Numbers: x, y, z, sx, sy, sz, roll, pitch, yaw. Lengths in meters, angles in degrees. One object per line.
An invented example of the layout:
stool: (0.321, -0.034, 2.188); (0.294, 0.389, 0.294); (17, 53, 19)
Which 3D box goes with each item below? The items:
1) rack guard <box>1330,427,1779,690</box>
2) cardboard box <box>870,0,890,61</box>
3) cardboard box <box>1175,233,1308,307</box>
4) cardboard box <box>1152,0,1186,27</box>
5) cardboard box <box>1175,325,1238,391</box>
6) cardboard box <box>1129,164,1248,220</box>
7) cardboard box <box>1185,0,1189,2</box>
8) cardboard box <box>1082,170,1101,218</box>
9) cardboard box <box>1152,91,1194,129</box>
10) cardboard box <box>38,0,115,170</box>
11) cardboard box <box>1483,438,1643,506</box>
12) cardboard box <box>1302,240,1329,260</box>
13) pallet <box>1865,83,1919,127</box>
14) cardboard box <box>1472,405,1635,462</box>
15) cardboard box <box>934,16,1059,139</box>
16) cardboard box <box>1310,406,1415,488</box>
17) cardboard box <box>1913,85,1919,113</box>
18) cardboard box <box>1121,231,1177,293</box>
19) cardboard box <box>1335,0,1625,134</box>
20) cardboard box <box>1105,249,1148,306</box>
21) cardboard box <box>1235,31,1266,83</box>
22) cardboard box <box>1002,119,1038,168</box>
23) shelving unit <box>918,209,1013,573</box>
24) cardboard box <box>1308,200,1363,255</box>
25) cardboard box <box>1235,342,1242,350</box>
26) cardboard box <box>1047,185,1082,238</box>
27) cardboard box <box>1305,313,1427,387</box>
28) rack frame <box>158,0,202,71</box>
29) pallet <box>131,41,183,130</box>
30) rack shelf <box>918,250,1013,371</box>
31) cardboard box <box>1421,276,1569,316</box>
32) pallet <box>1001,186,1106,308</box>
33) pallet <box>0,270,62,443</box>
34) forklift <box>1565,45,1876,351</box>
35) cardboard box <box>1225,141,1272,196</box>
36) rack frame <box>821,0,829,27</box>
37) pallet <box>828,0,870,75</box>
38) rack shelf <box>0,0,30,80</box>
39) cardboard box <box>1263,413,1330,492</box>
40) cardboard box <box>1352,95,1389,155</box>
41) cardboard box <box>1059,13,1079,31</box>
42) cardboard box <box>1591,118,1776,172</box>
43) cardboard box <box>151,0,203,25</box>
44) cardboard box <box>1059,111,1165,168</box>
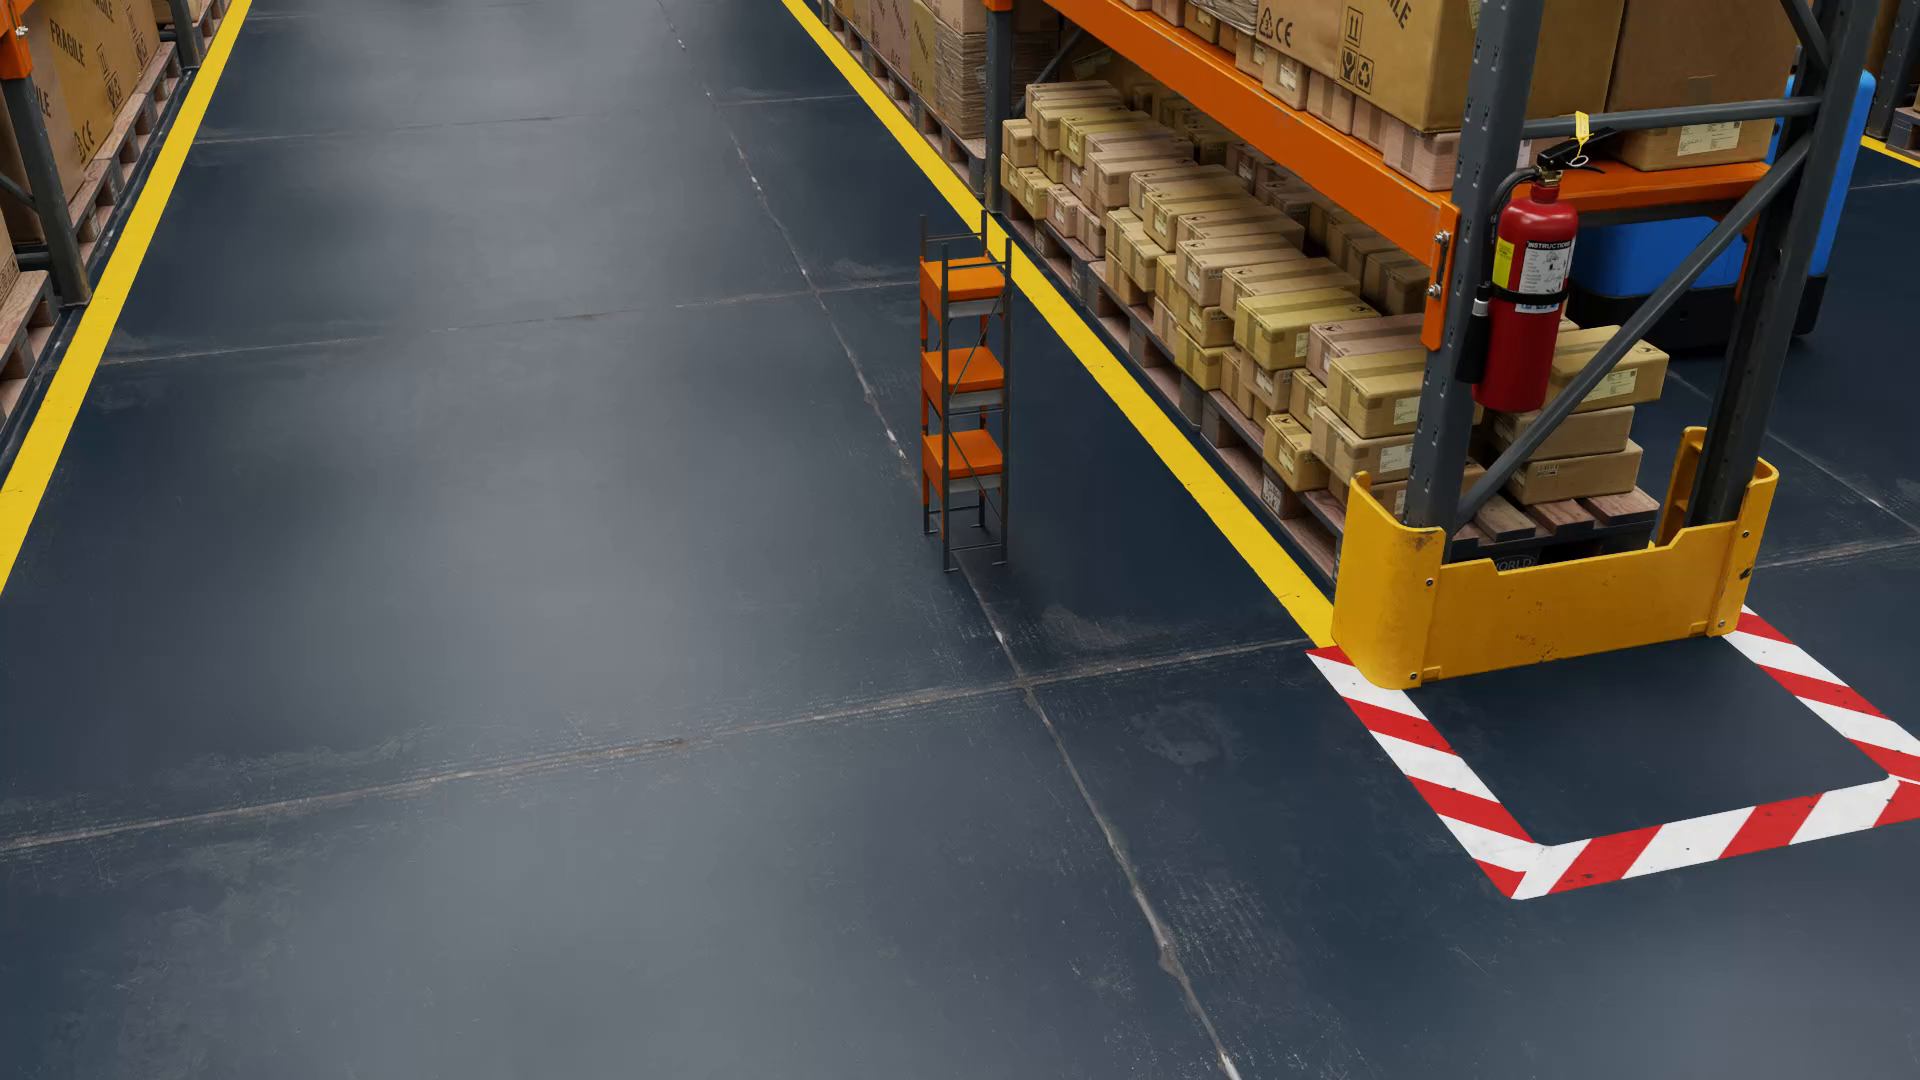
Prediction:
rack guard: (1.659, 0.041, 4.681); (1.175, 0.500, 0.348); (-8, 31, -13)
cardboard box: (-0.225, -3.103, 9.693); (0.500, 0.500, 0.500); (-9, 31, -15)
cardboard box: (0.959, -0.925, 5.686); (0.380, 0.149, 0.250); (-7, 31, -11)
cardboard box: (0.889, -1.894, 5.779); (0.380, 0.149, 0.250); (-7, 31, -11)
cardboard box: (0.979, -0.661, 5.824); (0.380, 0.149, 0.250); (-9, 31, -15)
cardboard box: (0.872, -1.314, 6.358); (0.380, 0.149, 0.250); (-9, 31, -15)
cardboard box: (0.914, -2.094, 5.478); (0.500, 0.500, 0.500); (-6, 31, -11)
cardboard box: (0.727, -1.441, 6.876); (0.380, 0.149, 0.250); (-9, 31, -16)
cardboard box: (1.069, -1.886, 7.347); (0.380, 0.149, 0.250); (-7, 31, -13)
cardboard box: (-4.617, -2.216, 7.785); (0.875, 0.875, 0.875); (-7, 31, -12)
cardboard box: (1.849, -0.248, 5.111); (0.380, 0.149, 0.250); (-7, 31, -12)
cardboard box: (1.382, -0.994, 6.102); (0.380, 0.149, 0.250); (-6, 31, -11)
pallet: (5.149, -2.703, 9.709); (1.003, 0.211, 1.213); (-8, 31, -13)
cardboard box: (1.788, -0.368, 5.022); (0.380, 0.149, 0.250); (-7, 31, -11)
cardboard box: (0.178, -2.360, 8.409); (0.500, 0.500, 0.500); (-8, 31, -14)
cardboard box: (1.264, -0.298, 4.900); (0.380, 0.149, 0.250); (-9, 31, -15)
cardboard box: (5.524, -2.480, 8.242); (0.875, 0.875, 0.875); (-8, 31, -13)
cardboard box: (0.824, -1.053, 6.204); (0.380, 0.149, 0.250); (-8, 31, -13)
cardboard box: (1.312, -1.359, 4.207); (0.500, 0.500, 0.500); (-7, 31, -12)
cardboard box: (0.788, -1.044, 6.487); (0.380, 0.149, 0.250); (-9, 31, -15)
cardboard box: (1.077, -1.511, 5.117); (0.380, 0.149, 0.250); (-9, 31, -15)
cardboard box: (0.405, -1.795, 7.487); (0.380, 0.149, 0.250); (-6, 31, -11)
shelving unit: (0.014, -0.429, 4.942); (0.215, 1.050, 0.252); (-8, 31, -13)
cardboard box: (1.499, -1.141, 6.060); (0.380, 0.149, 0.250); (-7, 31, -13)
cardboard box: (1.152, -0.692, 5.581); (0.380, 0.149, 0.250); (-8, 31, -14)
cardboard box: (0.591, -1.424, 7.142); (0.380, 0.149, 0.250); (-8, 31, -14)
cardboard box: (1.283, -0.561, 5.057); (0.380, 0.149, 0.250); (-7, 31, -12)
rack frame: (-5.190, -4.161, 9.445); (1.000, 3.000, 0.127); (-8, 31, -13)
pallet: (-5.053, -2.564, 9.468); (1.003, 0.211, 1.213); (-8, 31, -13)
rack shelf: (0.014, -0.665, 4.806); (0.215, 0.259, 0.240); (-8, 31, -13)
cardboard box: (1.735, -0.764, 5.408); (0.380, 0.149, 0.250); (-8, 31, -13)
pallet: (0.830, -1.410, 7.475); (1.003, 0.211, 1.213); (-8, 31, -13)
pallet: (-4.002, -0.645, 6.153); (1.003, 0.211, 1.213); (-8, 31, -13)
forklift: (2.502, -2.689, 6.970); (1.130, 2.935, 3.031); (-7, 31, -13)
cardboard box: (1.296, -1.513, 6.702); (0.380, 0.149, 0.250); (-9, 31, -16)
rack frame: (-0.444, -4.868, 10.666); (1.000, 3.000, 0.127); (-8, 31, -13)
pallet: (-0.238, -3.284, 10.713); (1.003, 0.211, 1.213); (-8, 31, -13)
rack shelf: (-3.597, -0.952, 4.619); (1.077, 0.370, 4.000); (-8, 31, -13)
cardboard box: (1.172, -0.290, 5.183); (0.380, 0.149, 0.250); (-7, 31, -12)
cardboard box: (1.290, -1.141, 4.477); (0.380, 0.149, 0.250); (-8, 31, -13)
cardboard box: (0.676, -2.753, 8.339); (0.500, 0.250, 0.500); (-9, 31, -15)
cardboard box: (1.909, -1.096, 4.399); (0.380, 0.149, 0.250); (-8, 31, -14)
cardboard box: (-5.330, -3.480, 10.472); (0.950, 0.372, 0.625); (-10, 32, -17)
cardboard box: (0.640, -1.691, 7.010); (0.380, 0.149, 0.250); (-8, 31, -14)
